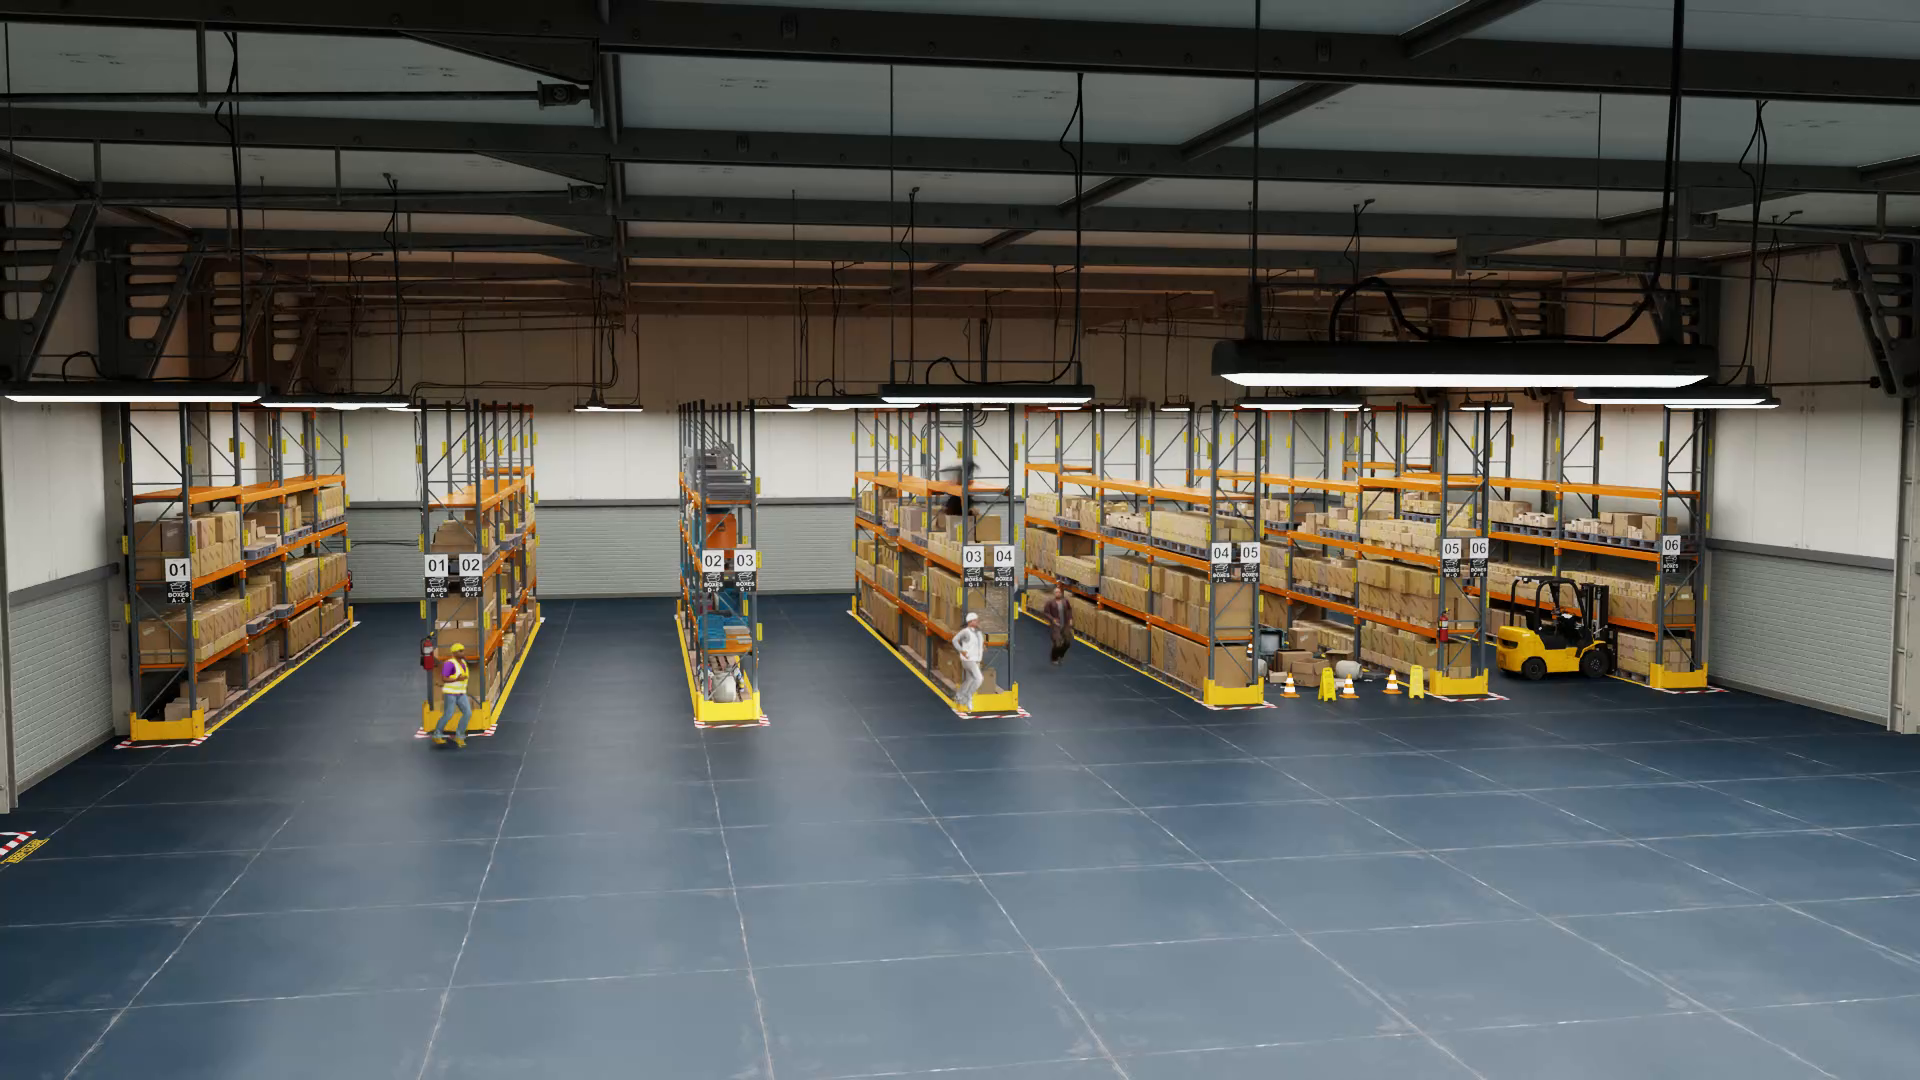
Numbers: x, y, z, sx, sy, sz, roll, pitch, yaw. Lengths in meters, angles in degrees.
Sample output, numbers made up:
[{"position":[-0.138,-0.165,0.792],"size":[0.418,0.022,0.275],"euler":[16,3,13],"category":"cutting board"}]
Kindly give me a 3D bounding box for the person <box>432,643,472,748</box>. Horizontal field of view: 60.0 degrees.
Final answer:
[{"position":[-8.706,2.692,28.700],"size":[0.737,1.825,0.695],"euler":[2,5,24],"category":"person"}]

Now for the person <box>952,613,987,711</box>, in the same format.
[{"position":[0.212,2.241,30.852],"size":[0.652,1.791,0.677],"euler":[3,5,35],"category":"person"}]

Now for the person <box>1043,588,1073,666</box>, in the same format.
[{"position":[2.191,1.920,36.663],"size":[0.722,1.737,0.664],"euler":[-1,4,-16],"category":"person"}]

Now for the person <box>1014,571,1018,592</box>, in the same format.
[{"position":[1.270,1.441,45.164],"size":[0.683,1.822,0.717],"euler":[-1,4,-7],"category":"person"}]
